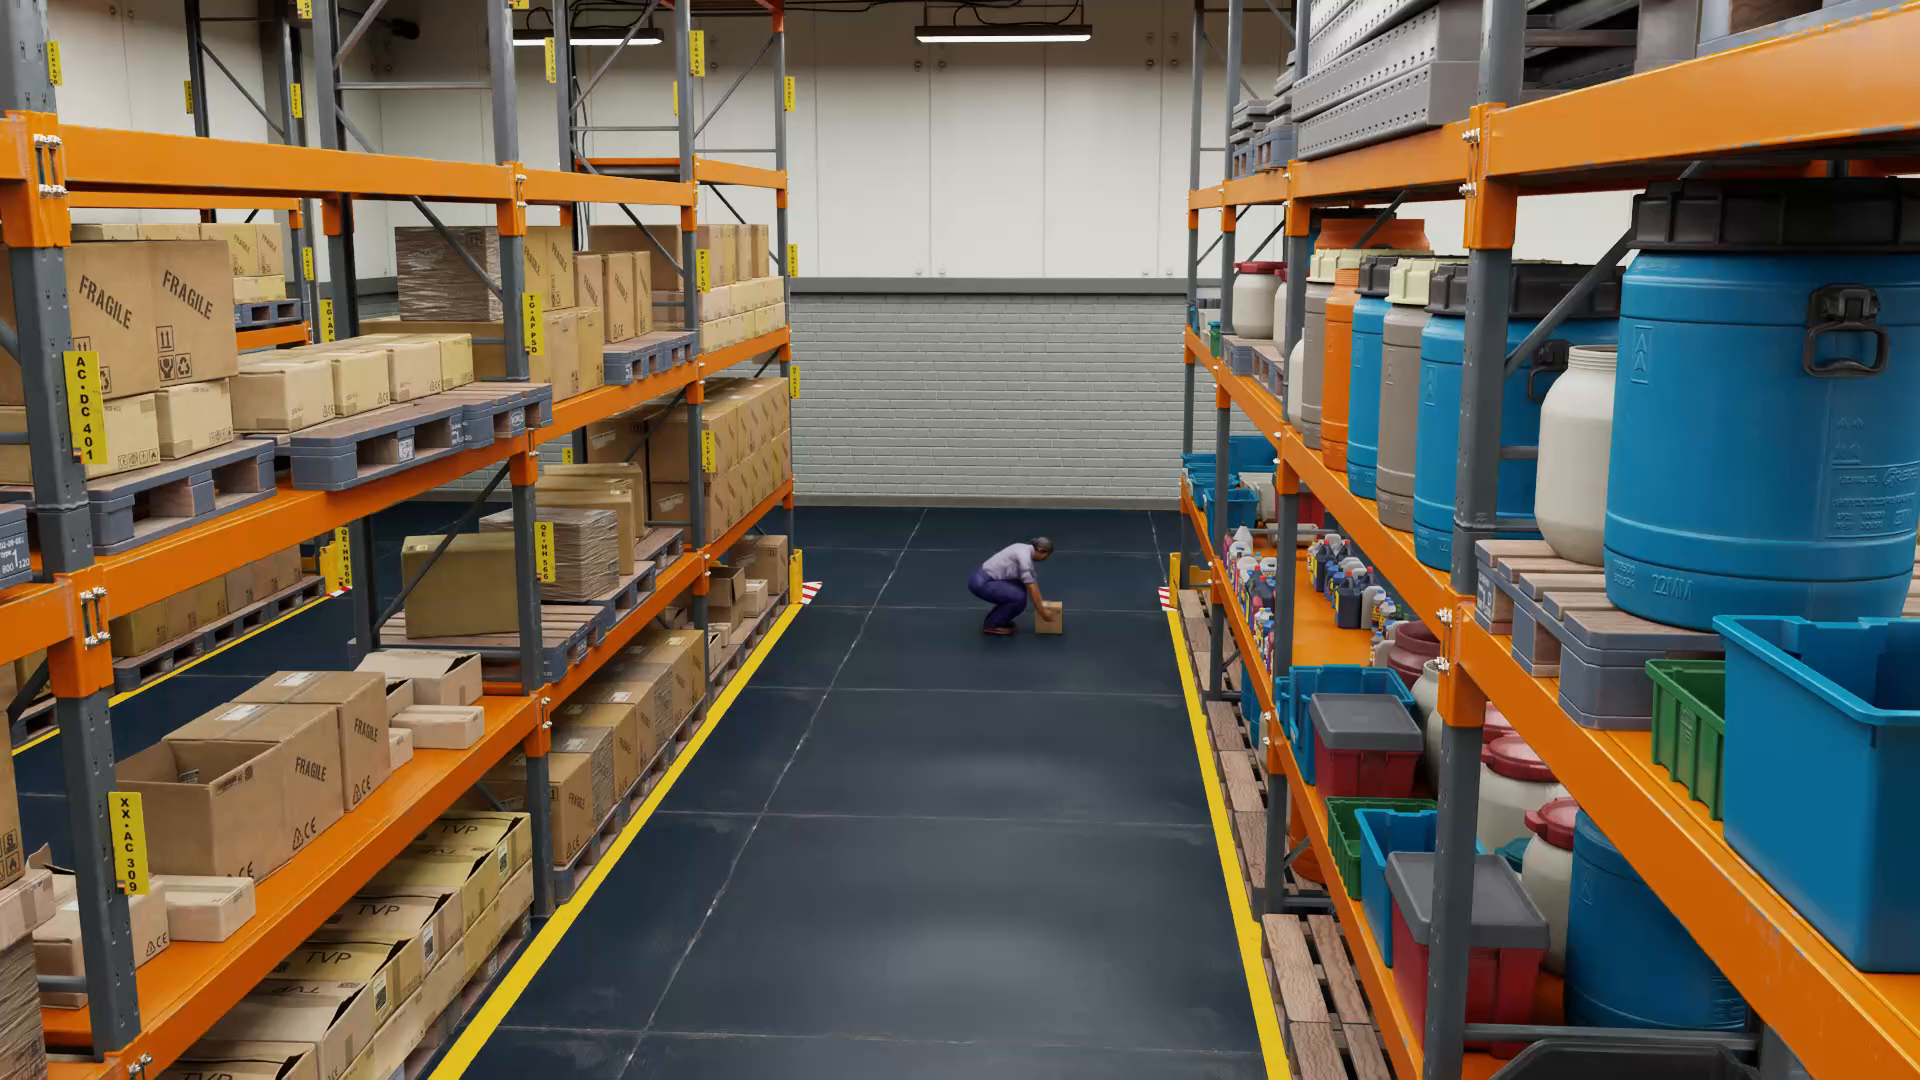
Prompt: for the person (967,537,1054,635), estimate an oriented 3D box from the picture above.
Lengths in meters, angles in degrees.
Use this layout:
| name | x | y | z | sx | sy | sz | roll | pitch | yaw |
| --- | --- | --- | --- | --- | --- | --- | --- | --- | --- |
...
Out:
| name | x | y | z | sx | sy | sz | roll | pitch | yaw |
| --- | --- | --- | --- | --- | --- | --- | --- | --- | --- |
| person | 0.485 | 0.425 | 15.789 | 0.829 | 0.889 | 0.527 | 1 | 11 | 4 |
